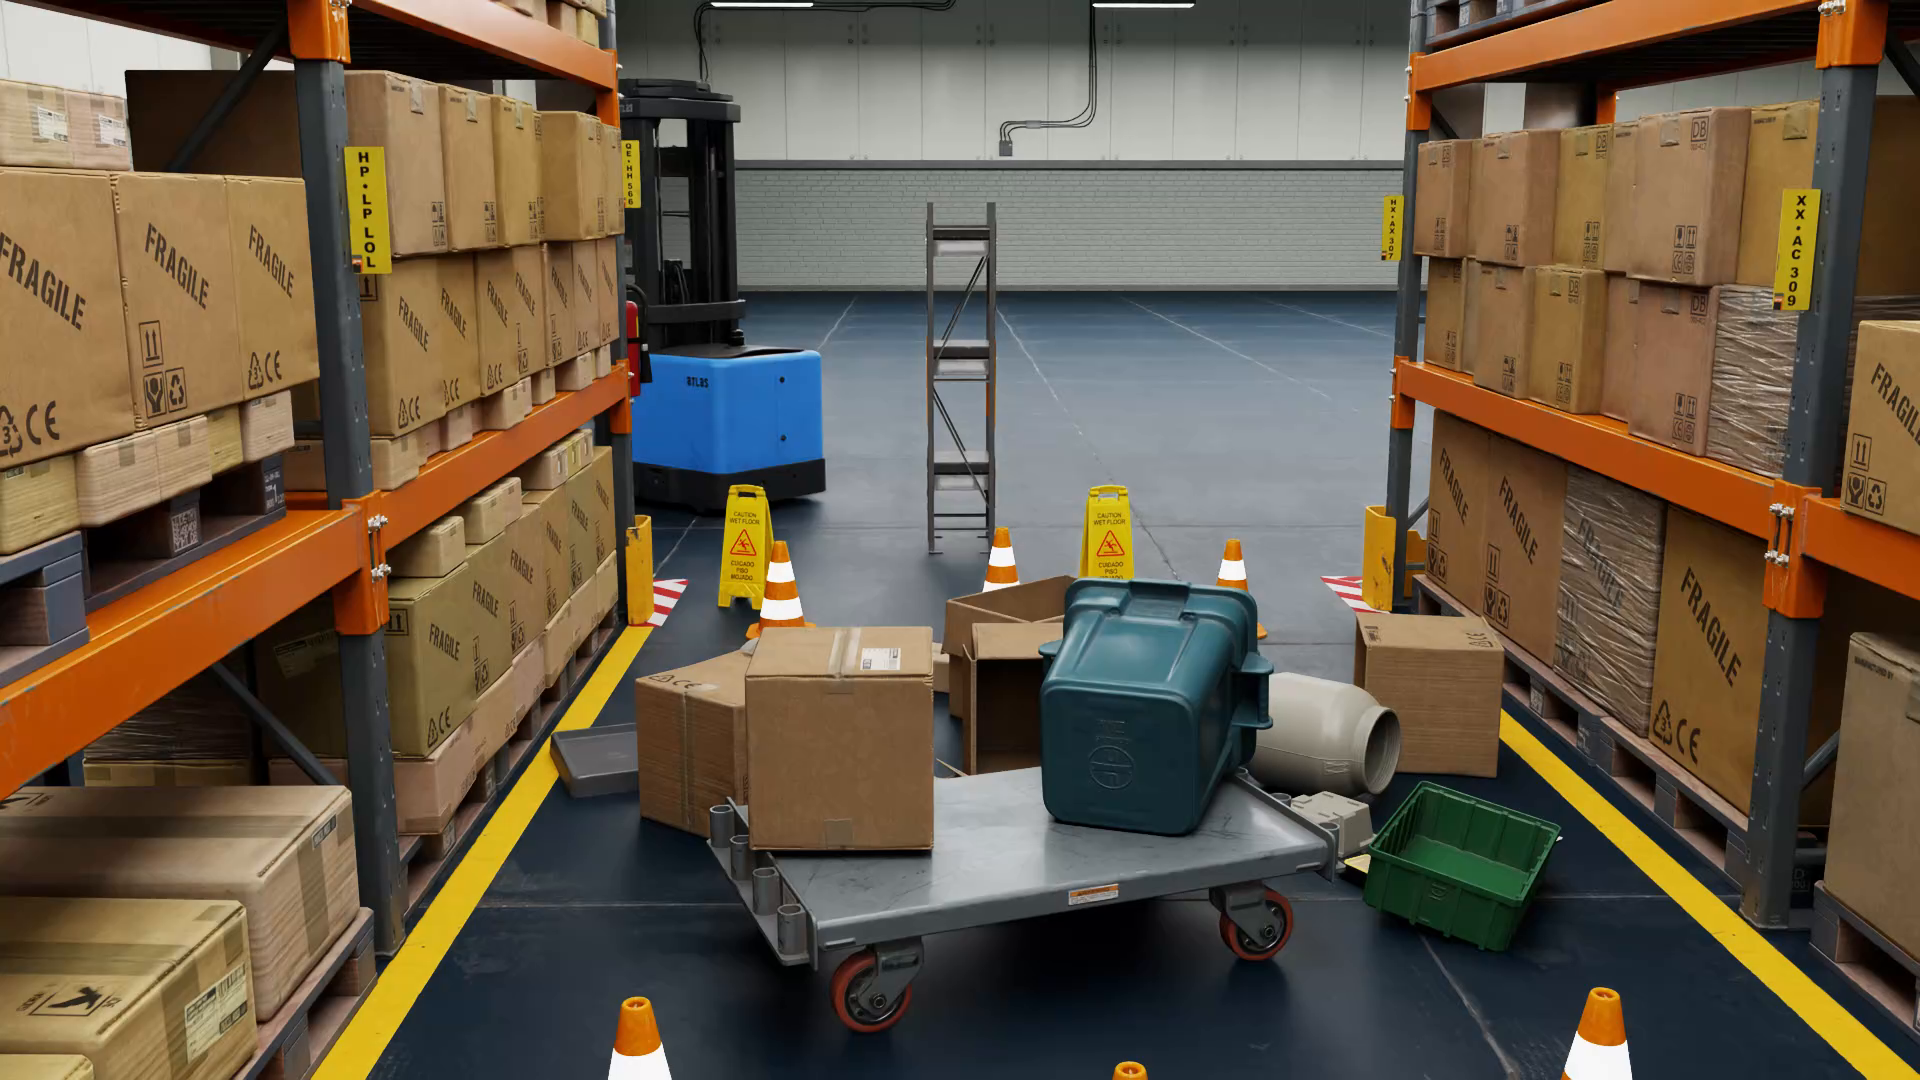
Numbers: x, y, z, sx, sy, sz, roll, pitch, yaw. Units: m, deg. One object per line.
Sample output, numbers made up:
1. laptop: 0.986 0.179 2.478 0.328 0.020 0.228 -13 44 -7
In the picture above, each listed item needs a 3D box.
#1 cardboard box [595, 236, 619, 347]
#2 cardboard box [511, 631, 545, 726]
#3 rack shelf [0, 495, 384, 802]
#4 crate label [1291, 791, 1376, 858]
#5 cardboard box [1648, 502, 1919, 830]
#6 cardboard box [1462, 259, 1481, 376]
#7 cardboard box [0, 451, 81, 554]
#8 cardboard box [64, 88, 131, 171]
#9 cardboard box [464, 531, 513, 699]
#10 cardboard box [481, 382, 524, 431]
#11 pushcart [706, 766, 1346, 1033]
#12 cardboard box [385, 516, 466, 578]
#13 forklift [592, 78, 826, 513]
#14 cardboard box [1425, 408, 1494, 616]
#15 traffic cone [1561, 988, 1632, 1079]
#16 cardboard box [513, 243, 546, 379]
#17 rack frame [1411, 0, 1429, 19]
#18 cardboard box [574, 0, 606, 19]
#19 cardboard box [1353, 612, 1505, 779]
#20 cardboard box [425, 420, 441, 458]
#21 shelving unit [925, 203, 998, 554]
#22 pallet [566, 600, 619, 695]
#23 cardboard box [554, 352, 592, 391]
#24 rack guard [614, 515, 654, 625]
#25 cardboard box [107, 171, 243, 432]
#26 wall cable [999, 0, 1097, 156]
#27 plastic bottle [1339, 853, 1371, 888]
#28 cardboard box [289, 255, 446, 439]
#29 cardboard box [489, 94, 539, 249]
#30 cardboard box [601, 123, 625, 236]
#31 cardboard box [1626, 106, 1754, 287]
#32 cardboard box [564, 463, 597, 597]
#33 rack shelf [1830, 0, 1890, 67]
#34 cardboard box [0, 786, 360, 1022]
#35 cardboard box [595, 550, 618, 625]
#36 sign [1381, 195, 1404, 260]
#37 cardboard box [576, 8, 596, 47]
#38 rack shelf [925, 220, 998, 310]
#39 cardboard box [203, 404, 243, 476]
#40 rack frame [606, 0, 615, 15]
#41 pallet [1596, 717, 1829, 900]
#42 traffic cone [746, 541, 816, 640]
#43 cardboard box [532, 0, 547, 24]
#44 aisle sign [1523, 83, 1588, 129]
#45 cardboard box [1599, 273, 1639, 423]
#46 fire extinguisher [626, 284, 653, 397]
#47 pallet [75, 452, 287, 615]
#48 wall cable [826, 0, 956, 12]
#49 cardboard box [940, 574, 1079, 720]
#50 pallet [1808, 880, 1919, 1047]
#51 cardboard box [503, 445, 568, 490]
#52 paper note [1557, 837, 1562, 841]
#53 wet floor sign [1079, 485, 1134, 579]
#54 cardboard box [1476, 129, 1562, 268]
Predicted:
1. cardboard box: -1.901 -1.175 7.809 0.500 0.500 0.500 0 11 -2
2. cardboard box: -1.883 0.520 6.313 0.500 0.250 0.500 0 11 -2
3. rack shelf: -2.063 0.458 2.567 1.077 0.370 4.000 0 11 -1
4. crate label: 1.226 0.944 5.562 0.298 0.136 0.250 -10 15 -40
5. cardboard box: 2.899 0.377 5.442 0.875 0.875 0.875 0 11 0
6. cardboard box: 2.846 -1.019 7.658 0.875 0.550 0.550 0 11 -1
7. cardboard box: -1.811 -0.071 2.940 0.380 0.149 0.250 0 11 -1
8. cardboard box: -1.842 -0.783 3.187 0.380 0.149 0.250 -1 11 -3
9. cardboard box: -1.870 0.257 5.720 0.500 0.500 0.500 0 11 1
10. cardboard box: -1.808 -0.487 6.049 0.380 0.149 0.250 0 11 -1
11. pushcart: 0.174 0.974 4.811 1.648 0.377 0.936 -4 12 -21
12. cardboard box: -1.790 0.021 5.255 0.380 0.149 0.250 0 11 0
13. forklift: -2.421 -1.836 12.238 3.031 2.935 1.130 9 15 39
14. cardboard box: 2.840 -0.158 8.080 0.875 0.875 0.875 0 11 -1
15. traffic cone: 1.360 1.183 3.562 0.336 0.463 0.334 0 11 -1
16. cardboard box: -1.897 -0.876 6.331 0.500 0.500 0.500 0 11 0
17. rack frame: 2.759 -4.068 7.978 1.000 3.000 0.127 0 11 -1
18. cardboard box: -1.907 -2.529 7.566 0.500 0.250 0.500 0 11 -2
19. cardboard box: 1.784 0.587 6.403 0.500 0.500 0.500 2 12 9
20. cardboard box: -1.884 -0.336 5.302 0.380 0.149 0.250 0 11 -1
21. shelving unit: 0.003 -0.996 10.188 0.431 2.100 0.503 0 11 -1
22. pallet: -2.204 0.456 7.781 1.003 0.211 1.213 0 11 -1
23. cardboard box: -1.830 -0.739 7.288 0.380 0.149 0.250 0 11 0
24. rack guard: -2.186 0.153 8.549 1.175 0.500 0.348 0 11 -1
25. cardboard box: -1.854 -0.503 3.440 0.500 0.500 0.500 0 11 -1
26. wall cable: 2.096 -12.121 39.120 2.305 6.003 0.169 0 11 -1
27. plastic bottle: 1.328 1.059 5.187 0.133 0.061 0.283 -7 13 -30
28. cardboard box: -1.835 -0.576 4.853 0.500 0.500 0.500 0 11 -1
29. cardboard box: -1.869 -1.267 5.745 0.700 0.500 0.500 0 11 -2
30. cardboard box: -1.959 -1.672 7.740 0.700 0.500 0.500 -1 11 -3
31. cardboard box: 2.741 -1.118 5.431 0.875 0.550 0.550 0 11 -1
32. cardboard box: -1.896 -0.051 7.241 0.500 0.500 0.500 0 11 1
33. rack shelf: 2.883 -1.053 2.468 1.077 0.370 4.000 0 11 -1
34. cardboard box: -2.091 0.894 4.161 0.950 0.372 0.625 0 11 0
35. cardboard box: -1.901 0.219 7.796 0.500 0.250 0.500 0 11 -1
36. sign: 2.204 -1.590 8.475 0.100 0.325 0.005 0 11 -1
37. cardboard box: -1.863 -2.315 7.514 0.380 0.149 0.250 0 11 -1
38. rack shelf: 0.003 -1.669 10.052 0.431 0.518 0.480 0 11 -1
39. cardboard box: -1.830 -0.221 3.681 0.380 0.149 0.250 -1 11 -3
40. rack frame: -2.187 -4.028 7.778 1.000 3.000 0.127 0 11 -1
41. pallet: 2.905 0.882 5.679 1.003 0.211 1.213 0 11 -1
42. traffic cone: -0.889 0.236 8.232 0.336 0.463 0.334 0 11 -1
43. cardboard box: -1.900 -2.162 6.761 0.380 0.149 0.250 0 11 -2
44. aisle sign: 3.058 -2.417 8.391 0.394 0.787 0.004 0 11 -1
45. cardboard box: 2.895 -0.697 6.071 0.875 0.550 0.550 0 11 -1
46. fire extinguisher: -1.729 -1.074 8.504 0.296 0.674 0.183 0 11 -1
47. pallet: -2.234 -0.046 3.723 1.003 0.211 1.213 0 11 -1
48. wall cable: -1.597 -13.625 38.754 3.097 2.526 0.112 0 11 -1
49. cardboard box: 0.380 0.475 6.953 0.797 0.503 0.637 -10 15 -40
50. pallet: 2.933 1.187 4.177 1.003 0.211 1.213 0 11 -1
51. cardboard box: -1.830 -0.298 6.825 0.380 0.149 0.250 0 11 1
52. paper note: 1.923 0.992 5.590 0.147 0.020 0.142 -10 15 -40
53. wet floor sign: 0.779 0.028 8.796 0.267 0.644 0.232 -2 12 -11
54. cardboard box: 2.708 -1.436 6.999 0.875 0.550 0.550 0 11 -1
